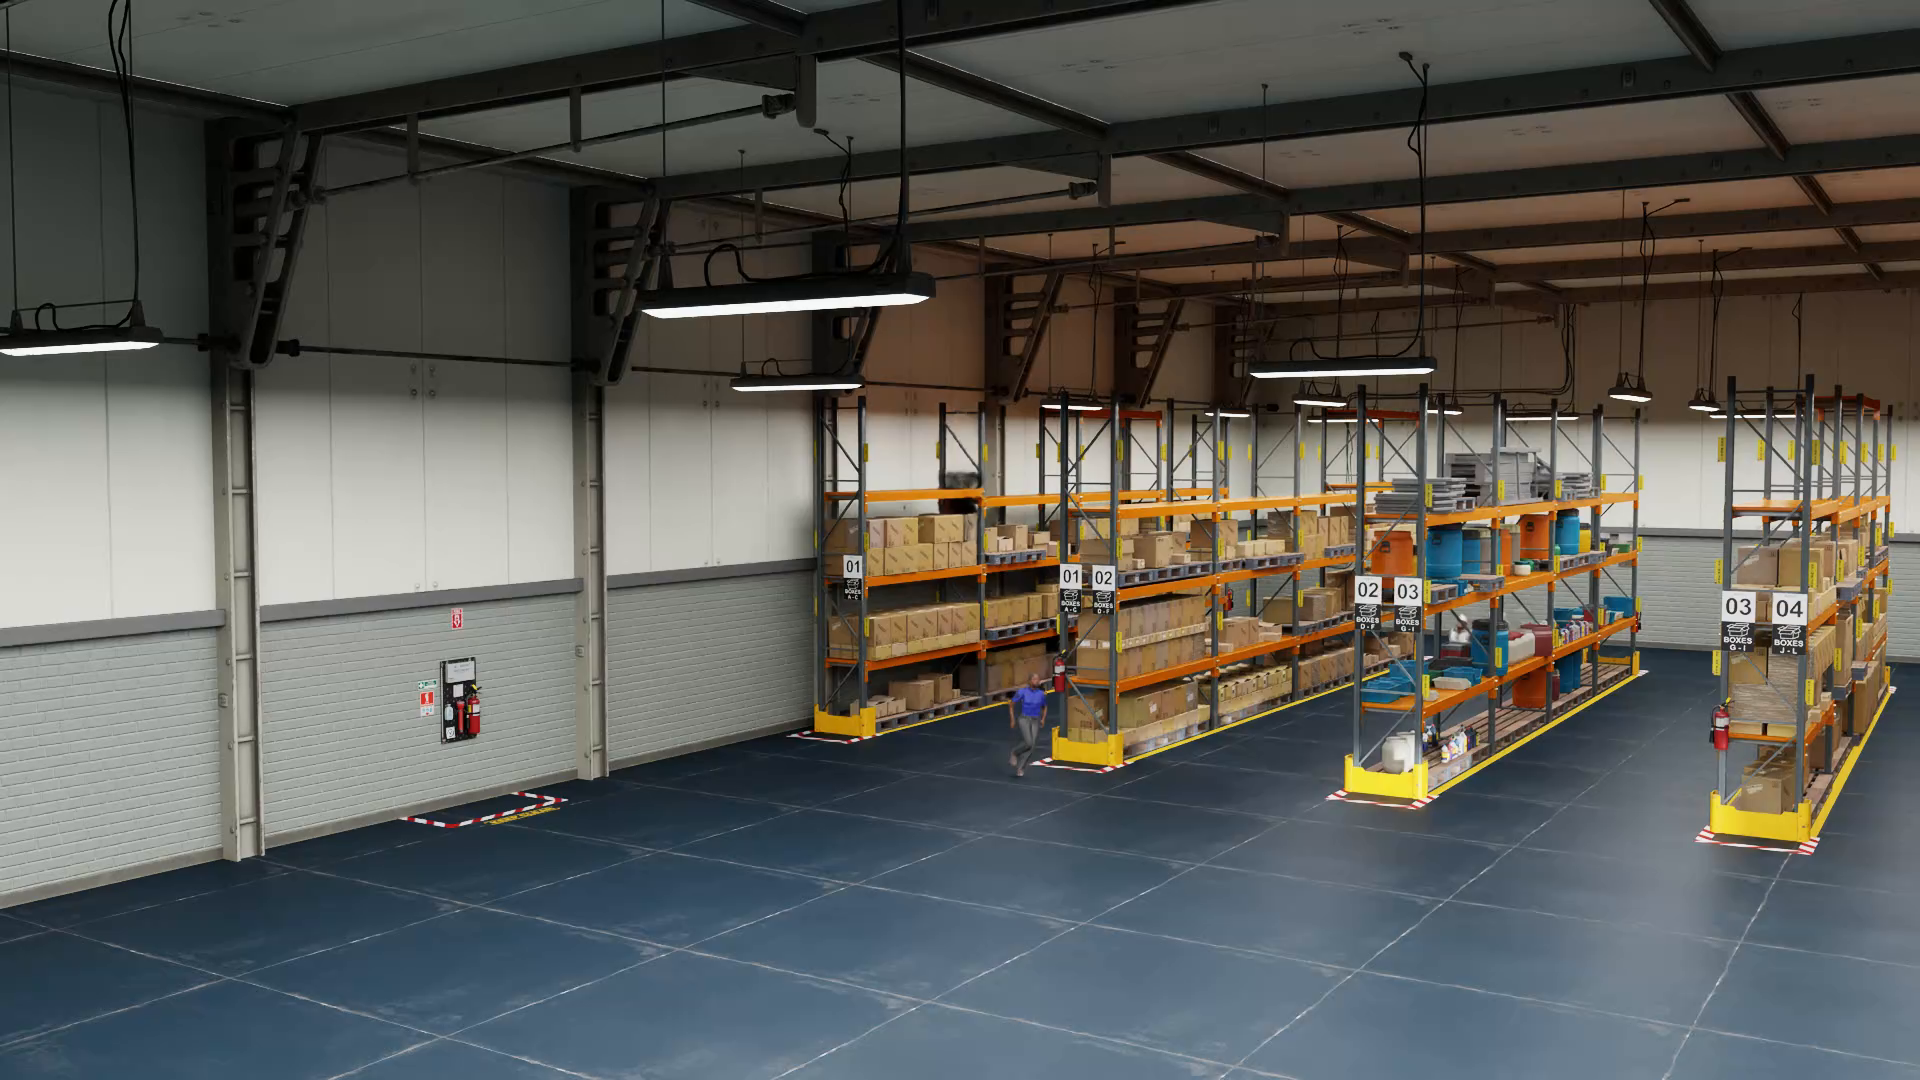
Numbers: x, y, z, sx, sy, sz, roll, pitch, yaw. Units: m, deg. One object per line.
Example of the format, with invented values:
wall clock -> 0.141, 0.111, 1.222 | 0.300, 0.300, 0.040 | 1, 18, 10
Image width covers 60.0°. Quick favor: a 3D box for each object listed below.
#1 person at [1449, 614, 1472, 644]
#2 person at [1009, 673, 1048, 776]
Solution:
person -> 10.053, 2.382, 33.332 | 0.640, 1.800, 0.788 | 2, 4, 35
person -> 1.102, 2.858, 25.841 | 0.618, 1.580, 0.510 | -1, 3, -23
